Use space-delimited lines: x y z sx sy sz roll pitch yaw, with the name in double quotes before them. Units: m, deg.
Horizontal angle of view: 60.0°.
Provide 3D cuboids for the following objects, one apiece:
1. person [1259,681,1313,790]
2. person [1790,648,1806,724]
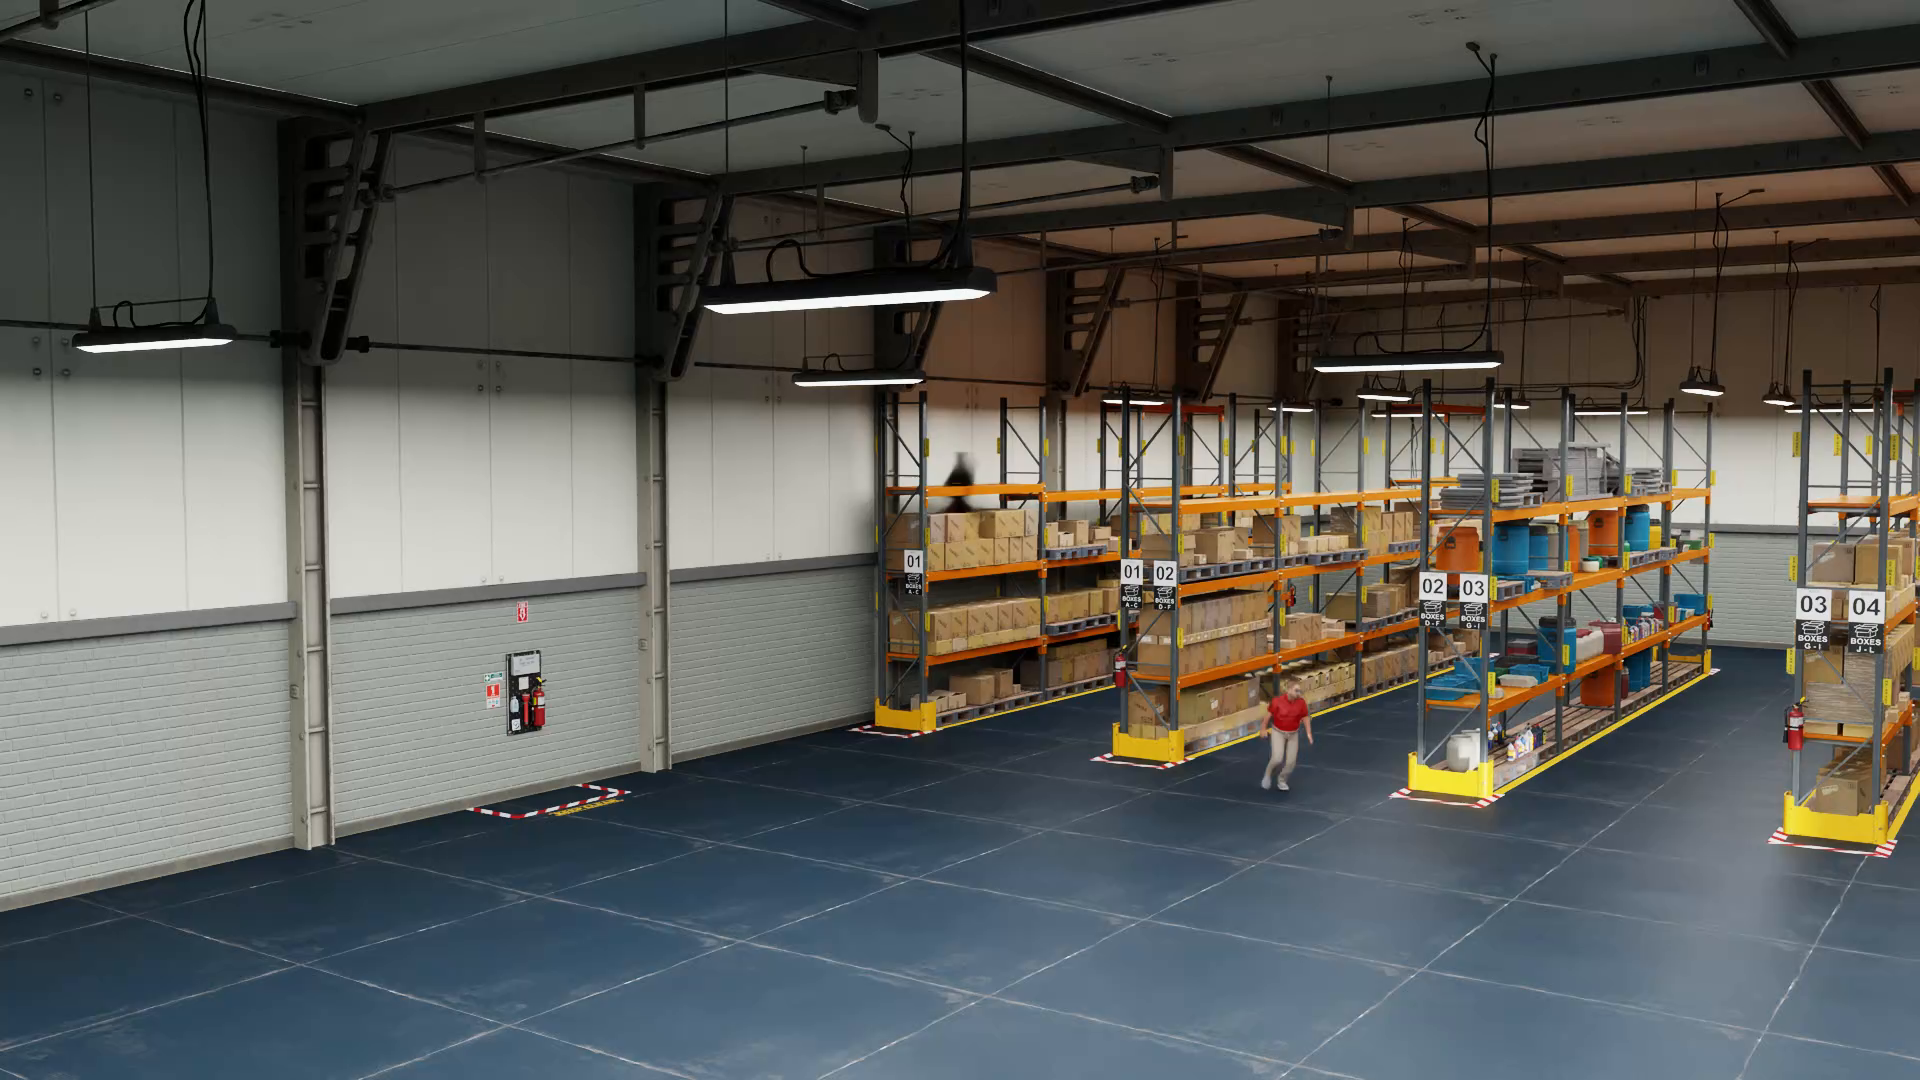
"person" 4.734 2.832 24.087 0.648 1.637 0.669 -1 3 -11
"person" 15.126 2.515 29.664 0.636 1.697 0.737 1 3 22
